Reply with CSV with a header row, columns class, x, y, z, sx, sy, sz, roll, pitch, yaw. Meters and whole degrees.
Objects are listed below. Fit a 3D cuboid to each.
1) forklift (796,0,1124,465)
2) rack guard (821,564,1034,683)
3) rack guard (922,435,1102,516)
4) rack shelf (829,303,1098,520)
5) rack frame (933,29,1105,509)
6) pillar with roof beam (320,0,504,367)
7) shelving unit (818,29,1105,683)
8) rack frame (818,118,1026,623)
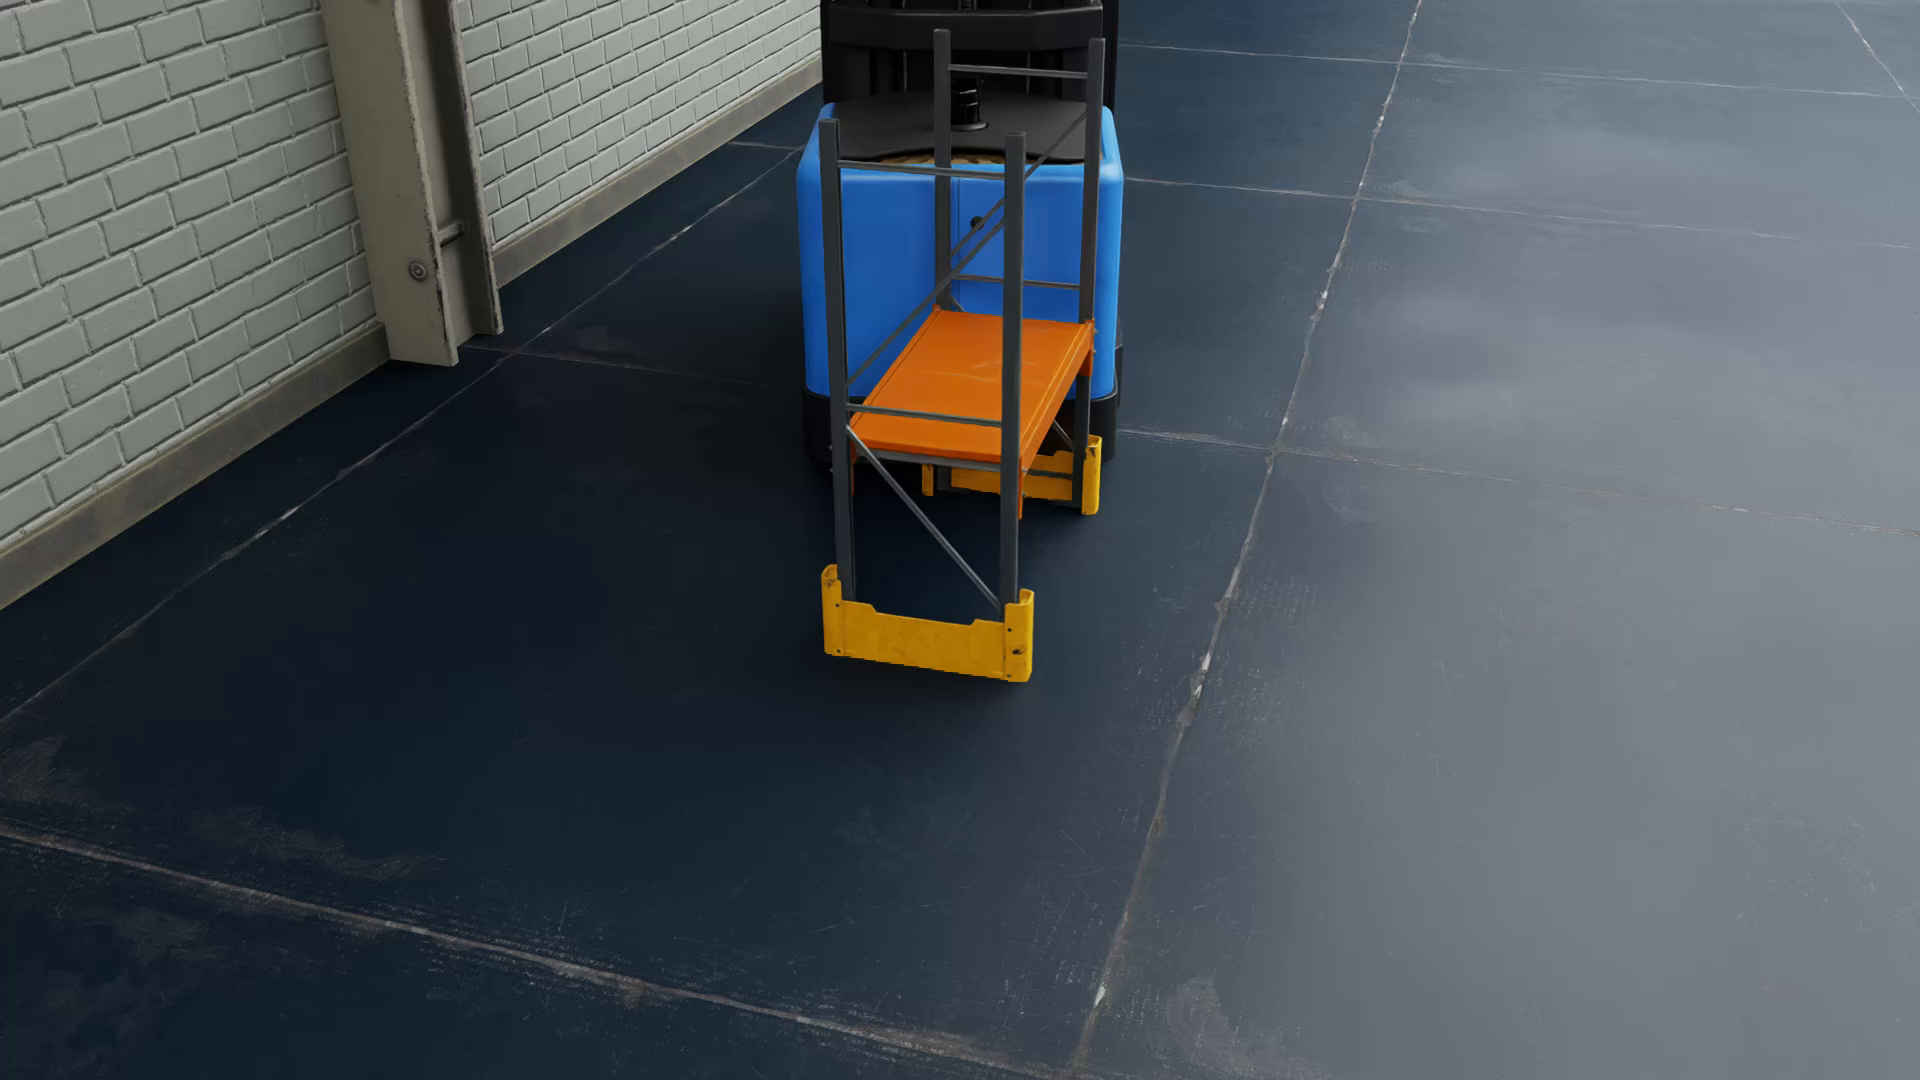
class,x,y,z,sx,sy,sz,roll,pitch,yaw
forklift,0.042,-2.203,6.195,1.130,2.935,3.031,1,29,2
rack guard,-0.091,0.229,4.581,0.587,0.250,0.087,7,30,13
rack guard,0.163,-0.239,5.423,0.587,0.250,0.087,7,30,13
rack shelf,0.038,-0.398,4.793,0.538,0.185,1.000,7,30,13
rack frame,0.168,-0.794,5.135,0.500,1.500,0.032,7,30,13
pillar with roof beam,2.051,-4.106,3.374,9.100,9.000,0.400,8,30,15
shelving unit,0.036,-0.551,4.698,0.587,1.500,1.083,7,30,13
rack frame,-0.092,-0.317,4.276,0.500,1.500,0.032,7,30,13
